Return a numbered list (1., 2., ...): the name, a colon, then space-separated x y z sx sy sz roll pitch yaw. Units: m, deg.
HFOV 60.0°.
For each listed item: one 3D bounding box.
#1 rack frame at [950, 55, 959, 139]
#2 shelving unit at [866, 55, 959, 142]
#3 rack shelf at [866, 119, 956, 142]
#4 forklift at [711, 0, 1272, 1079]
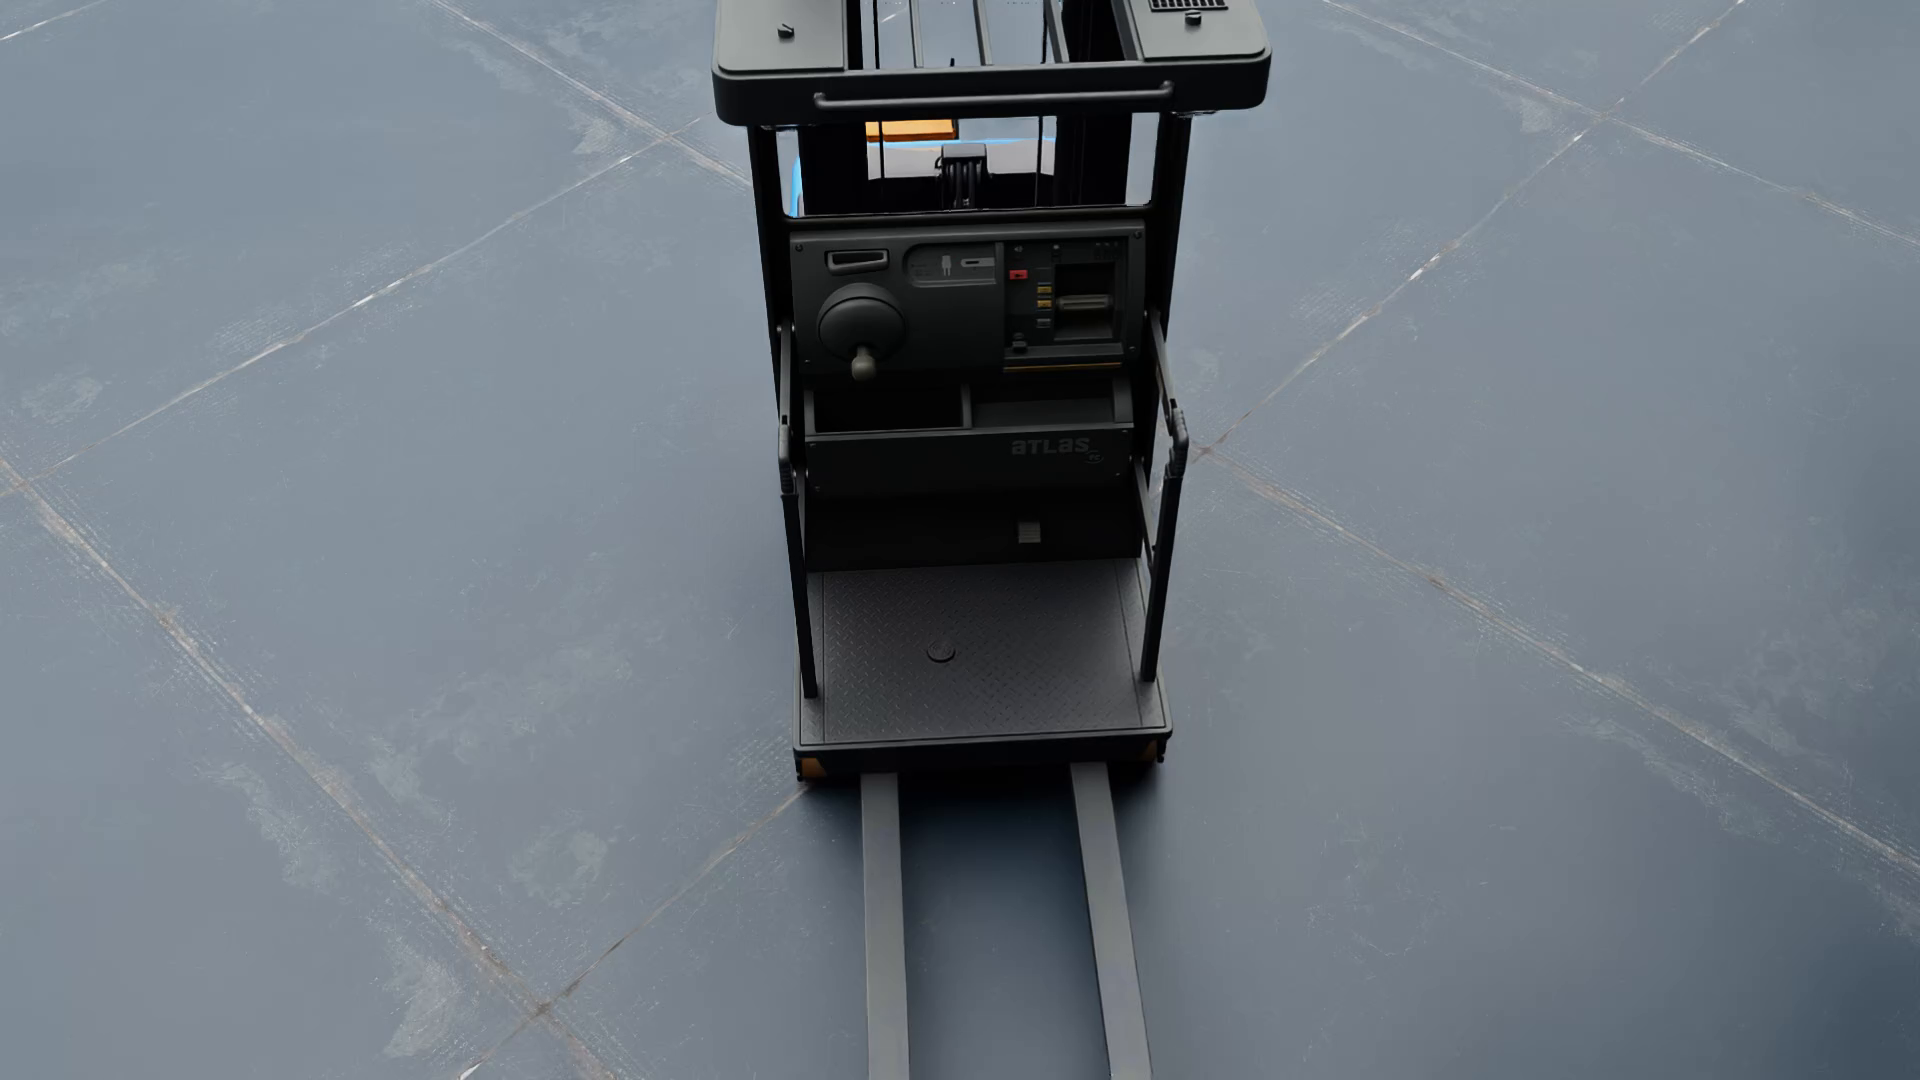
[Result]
1. rack frame: -0.019 -1.150 6.007 0.015 1.200 0.240 -3 47 -3
2. shelving unit: -0.263 -1.138 5.995 0.503 1.200 0.258 -3 47 -3
3. rack shelf: -0.263 -1.407 5.709 0.480 0.148 0.258 -3 47 -3
4. forklift: 0.040 -0.532 4.239 1.130 2.935 3.031 -3 47 -2
